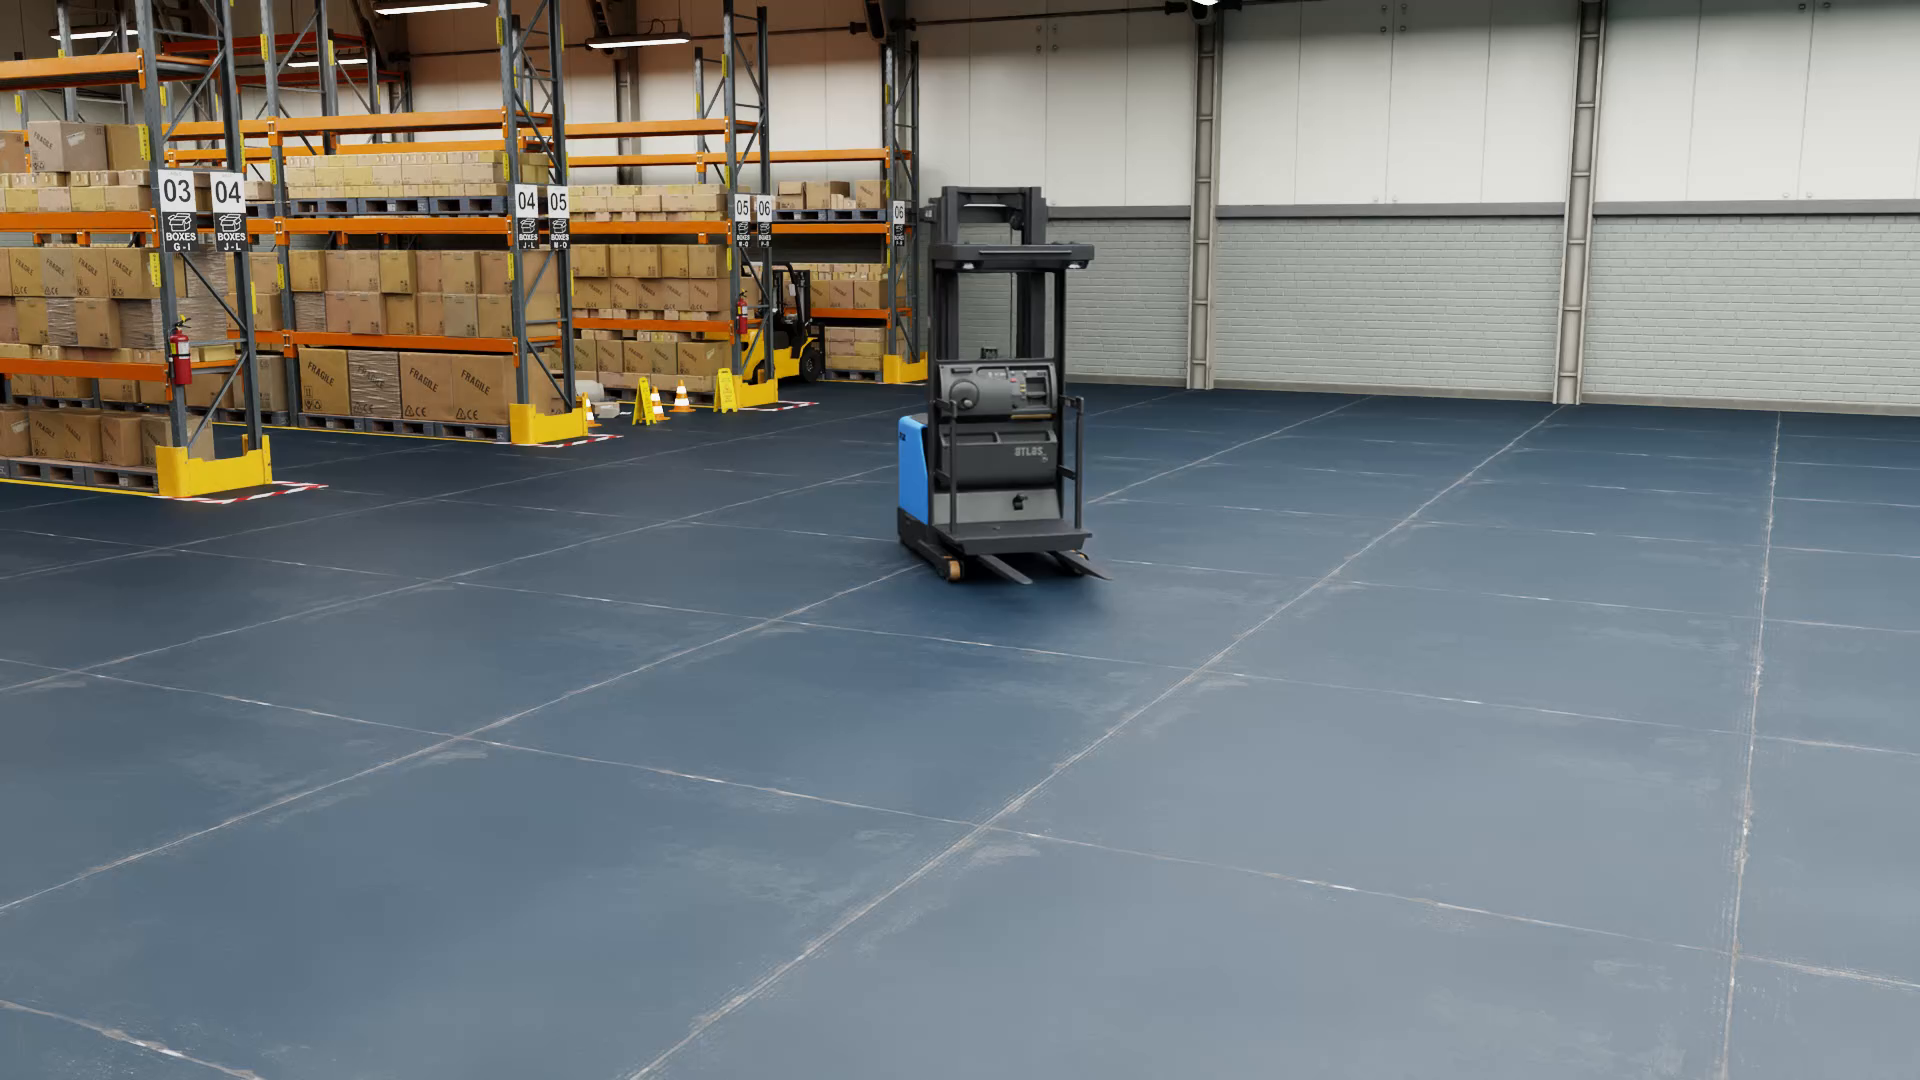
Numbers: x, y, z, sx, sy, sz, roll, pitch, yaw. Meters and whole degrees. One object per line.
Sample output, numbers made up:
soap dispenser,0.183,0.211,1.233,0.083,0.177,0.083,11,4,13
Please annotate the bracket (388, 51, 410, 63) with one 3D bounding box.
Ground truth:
bracket,-11.780,-10.150,34.936,0.430,0.232,0.235,5,11,26

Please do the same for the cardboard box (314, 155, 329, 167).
cardboard box,-8.255,-4.973,21.868,0.250,0.149,0.380,5,11,25

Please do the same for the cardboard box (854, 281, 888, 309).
cardboard box,-1.565,-4.417,29.935,0.500,0.500,0.500,5,11,25

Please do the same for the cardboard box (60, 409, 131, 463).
cardboard box,-9.242,-1.118,17.826,0.500,0.500,0.500,6,12,31

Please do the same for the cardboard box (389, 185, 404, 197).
cardboard box,-7.116,-4.480,21.386,0.250,0.149,0.380,5,11,27

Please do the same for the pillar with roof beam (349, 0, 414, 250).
pillar with roof beam,-13.899,-7.780,31.951,0.548,9.000,9.100,5,11,26

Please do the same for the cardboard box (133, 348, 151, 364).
cardboard box,-8.156,-1.881,16.908,0.250,0.149,0.380,5,11,26

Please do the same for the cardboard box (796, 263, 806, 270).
cardboard box,-2.800,-5.001,30.501,0.250,0.149,0.380,5,11,27

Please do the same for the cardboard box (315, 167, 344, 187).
cardboard box,-8.120,-4.777,21.904,0.500,0.250,0.500,5,11,25

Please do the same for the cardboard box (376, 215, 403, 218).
cardboard box,-9.529,-5.658,28.365,0.500,0.500,0.700,5,11,26

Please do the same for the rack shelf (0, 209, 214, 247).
rack shelf,-9.379,-3.275,17.502,4.000,0.370,1.077,5,11,26

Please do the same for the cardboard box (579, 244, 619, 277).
cardboard box,-5.602,-4.424,26.330,0.500,0.500,0.700,5,11,25

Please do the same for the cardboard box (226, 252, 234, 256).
cardboard box,-12.777,-4.909,29.843,0.500,0.500,0.500,5,11,24

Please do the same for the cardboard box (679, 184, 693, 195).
cardboard box,-4.086,-5.346,25.391,0.250,0.149,0.380,5,11,25

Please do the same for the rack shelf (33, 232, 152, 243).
rack shelf,-15.756,-5.804,31.472,4.000,0.370,1.077,5,11,26

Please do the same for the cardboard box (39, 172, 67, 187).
cardboard box,-9.136,-3.670,16.964,0.250,0.149,0.380,4,11,23

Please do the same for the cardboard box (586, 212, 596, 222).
cardboard box,-5.694,-5.102,26.280,0.250,0.149,0.380,5,11,24

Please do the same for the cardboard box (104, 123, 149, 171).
cardboard box,-8.797,-4.073,17.372,0.500,0.500,0.500,5,11,26

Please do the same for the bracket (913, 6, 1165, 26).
bracket,1.308,-9.000,28.582,4.783,0.066,0.076,5,11,26

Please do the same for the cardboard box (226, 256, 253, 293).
cardboard box,-9.797,-3.715,23.244,0.500,0.500,0.700,5,11,25

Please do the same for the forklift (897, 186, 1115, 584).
forklift,0.353,-1.202,12.639,1.130,2.935,3.031,-3,11,-15

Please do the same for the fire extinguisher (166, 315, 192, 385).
fire extinguisher,-7.687,-1.875,16.385,0.183,0.674,0.296,5,11,26

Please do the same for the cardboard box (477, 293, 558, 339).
cardboard box,-5.653,-2.876,21.276,0.550,0.550,0.875,5,11,26

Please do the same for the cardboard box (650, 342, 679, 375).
cardboard box,-4.504,-2.863,26.063,0.500,0.500,0.500,6,12,28

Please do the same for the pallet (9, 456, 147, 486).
pallet,-9.457,-0.796,18.033,1.213,0.211,1.003,5,11,26

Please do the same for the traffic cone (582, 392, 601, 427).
traffic cone,-5.148,-1.800,22.878,0.334,0.463,0.336,5,11,26

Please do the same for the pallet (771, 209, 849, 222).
pallet,-2.728,-5.960,30.563,1.213,0.211,1.003,5,11,26

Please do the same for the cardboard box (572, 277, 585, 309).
cardboard box,-6.056,-3.974,26.650,0.500,0.500,0.500,5,11,26

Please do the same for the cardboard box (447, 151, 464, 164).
cardboard box,-6.205,-4.793,20.874,0.250,0.149,0.380,5,12,27

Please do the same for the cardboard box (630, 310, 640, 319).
cardboard box,-4.993,-3.574,26.259,0.250,0.149,0.380,5,11,26

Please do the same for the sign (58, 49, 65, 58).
sign,-12.706,-6.773,23.543,0.005,0.325,0.100,5,11,26

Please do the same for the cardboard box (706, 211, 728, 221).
cardboard box,-3.644,-4.914,25.243,0.250,0.149,0.380,5,11,26

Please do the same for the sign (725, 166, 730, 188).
sign,-3.464,-5.403,24.752,0.005,0.325,0.100,5,11,26

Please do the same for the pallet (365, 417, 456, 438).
pallet,-7.142,-1.555,22.227,1.213,0.211,1.003,5,11,26

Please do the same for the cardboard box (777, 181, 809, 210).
cardboard box,-2.894,-6.299,30.439,0.637,0.503,0.797,5,12,28

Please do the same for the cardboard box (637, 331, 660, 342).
cardboard box,-4.853,-3.201,26.110,0.250,0.149,0.380,6,12,28

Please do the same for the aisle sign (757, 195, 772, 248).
aisle sign,-3.008,-4.902,25.595,0.004,0.787,0.394,5,11,26

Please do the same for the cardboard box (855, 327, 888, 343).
cardboard box,-1.559,-3.704,30.005,0.500,0.250,0.500,5,12,28

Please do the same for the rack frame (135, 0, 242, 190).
rack frame,-7.585,-4.948,16.300,0.127,3.000,1.000,5,11,26

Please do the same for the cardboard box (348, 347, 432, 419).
cardboard box,-7.544,-2.125,22.336,0.875,0.875,0.875,5,11,26

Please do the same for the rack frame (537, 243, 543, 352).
rack frame,-8.182,-5.002,33.444,0.127,3.000,1.000,5,11,26

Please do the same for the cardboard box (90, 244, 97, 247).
cardboard box,-16.196,-5.523,31.413,0.250,0.149,0.380,5,11,26

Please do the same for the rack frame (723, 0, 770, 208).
rack frame,-3.201,-6.530,25.045,0.127,3.000,1.000,5,11,26

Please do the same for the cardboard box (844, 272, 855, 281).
cardboard box,-1.890,-4.768,30.050,0.250,0.149,0.380,5,12,27

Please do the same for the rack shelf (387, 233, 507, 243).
rack shelf,-9.975,-6.281,34.112,4.000,0.370,1.077,5,11,26

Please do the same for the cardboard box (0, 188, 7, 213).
cardboard box,-9.965,-3.555,17.449,0.500,0.250,0.500,5,11,24

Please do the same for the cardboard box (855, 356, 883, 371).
cardboard box,-1.569,-3.212,30.095,0.500,0.250,0.500,5,11,26

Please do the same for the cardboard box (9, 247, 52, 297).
cardboard box,-9.531,-2.806,17.389,0.500,0.500,0.500,5,11,26

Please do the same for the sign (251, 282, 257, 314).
sign,-7.346,-2.508,17.236,0.005,0.325,0.100,5,11,26

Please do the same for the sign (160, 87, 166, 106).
sign,-14.230,-7.927,29.694,0.005,0.325,0.100,5,11,26

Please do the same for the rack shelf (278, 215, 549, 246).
rack shelf,-7.094,-4.060,21.835,4.000,0.370,1.077,5,11,26

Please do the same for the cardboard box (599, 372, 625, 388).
cardboard box,-5.417,-2.576,26.582,0.500,0.250,0.500,5,11,25
